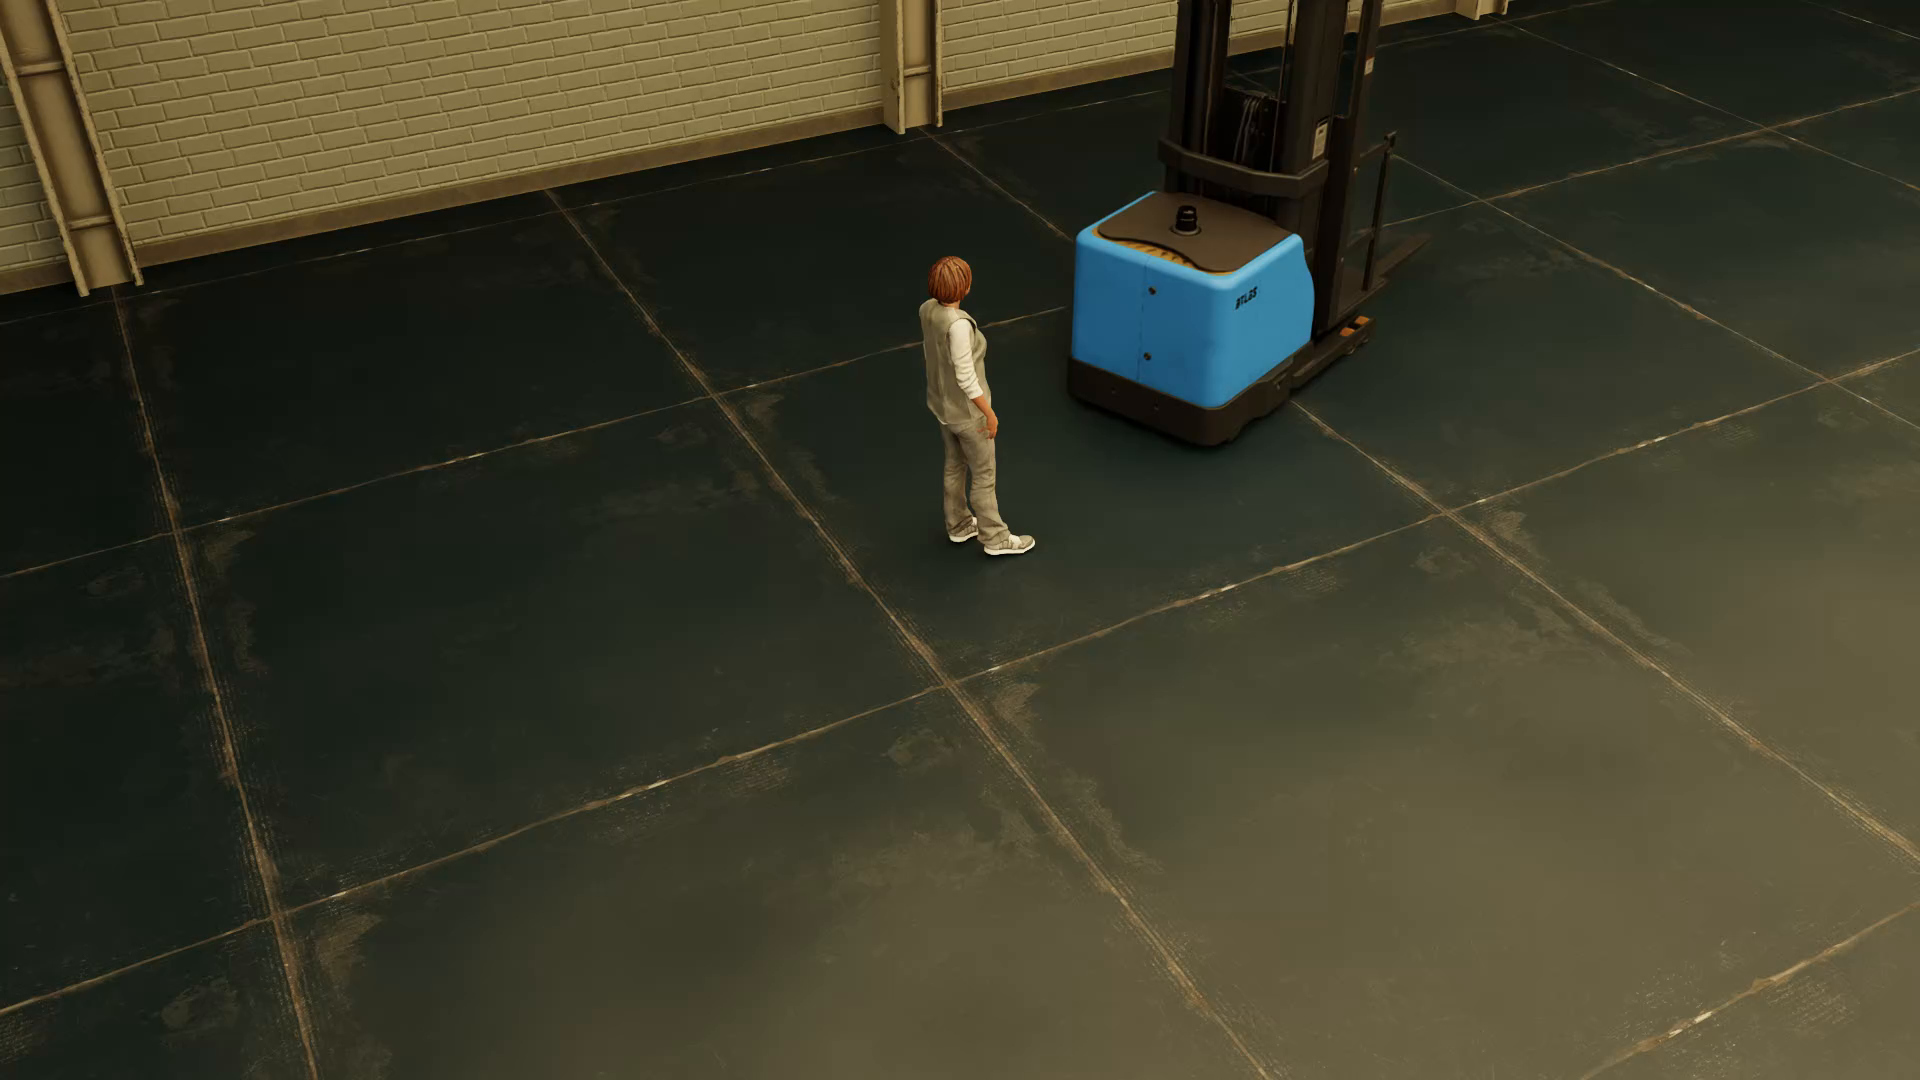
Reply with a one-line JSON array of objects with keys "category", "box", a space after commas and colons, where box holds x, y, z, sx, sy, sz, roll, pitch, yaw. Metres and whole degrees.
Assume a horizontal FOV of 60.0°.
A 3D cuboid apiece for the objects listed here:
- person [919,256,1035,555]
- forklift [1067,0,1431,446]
[{"category": "person", "box": [0.071, -0.671, 8.215, 0.475, 1.596, 0.521, -17, 39, -23]}, {"category": "forklift", "box": [1.949, -2.505, 9.668, 1.130, 2.935, 3.031, 25, 42, 31]}]
